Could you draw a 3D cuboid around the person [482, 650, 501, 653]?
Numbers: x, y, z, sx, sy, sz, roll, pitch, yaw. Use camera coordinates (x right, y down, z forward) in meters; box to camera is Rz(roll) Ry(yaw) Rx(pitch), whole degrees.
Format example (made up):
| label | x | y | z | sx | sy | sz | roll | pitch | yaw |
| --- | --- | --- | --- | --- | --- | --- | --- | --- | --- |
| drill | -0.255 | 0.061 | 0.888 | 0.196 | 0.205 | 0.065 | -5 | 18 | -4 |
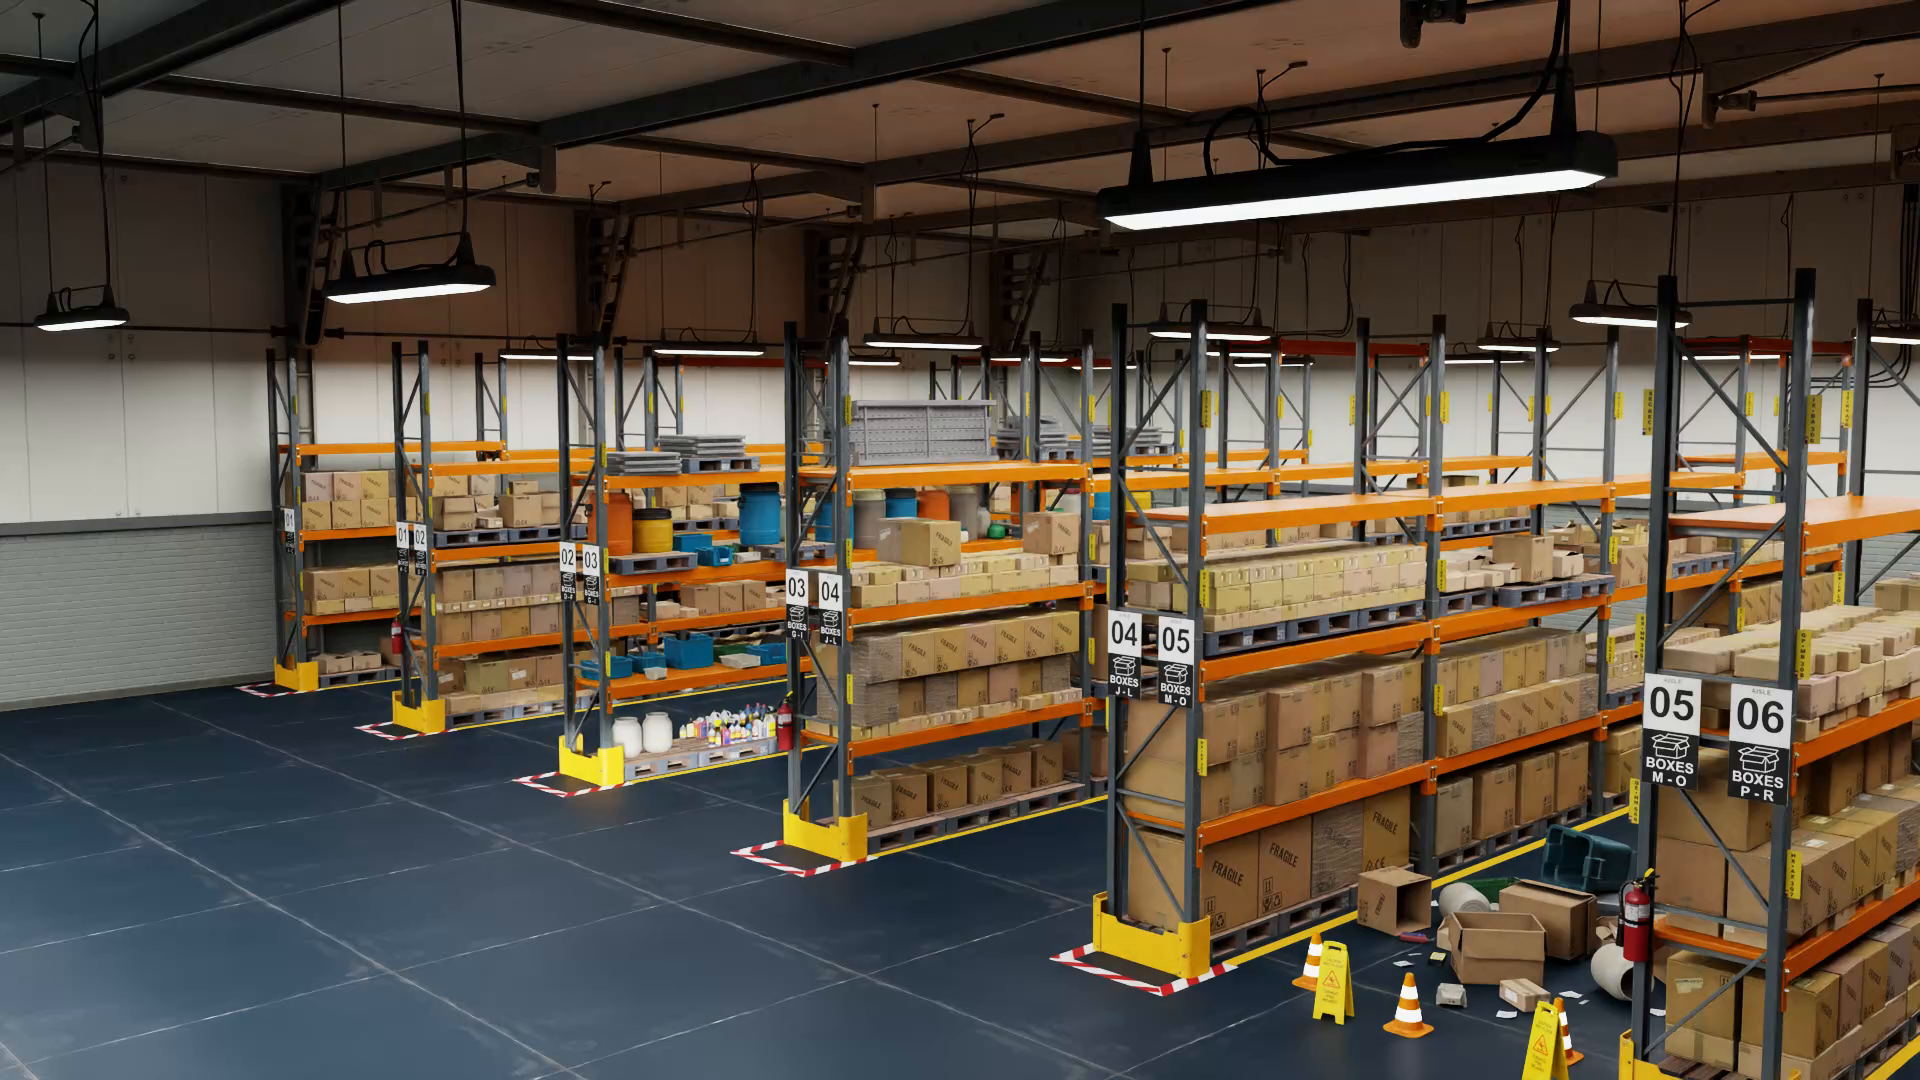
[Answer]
| label | x | y | z | sx | sy | sz | roll | pitch | yaw |
| --- | --- | --- | --- | --- | --- | --- | --- | --- | --- |
| person | -8.171 | 1.874 | 28.724 | 0.569 | 1.685 | 0.739 | 4 | 7 | 40 |
